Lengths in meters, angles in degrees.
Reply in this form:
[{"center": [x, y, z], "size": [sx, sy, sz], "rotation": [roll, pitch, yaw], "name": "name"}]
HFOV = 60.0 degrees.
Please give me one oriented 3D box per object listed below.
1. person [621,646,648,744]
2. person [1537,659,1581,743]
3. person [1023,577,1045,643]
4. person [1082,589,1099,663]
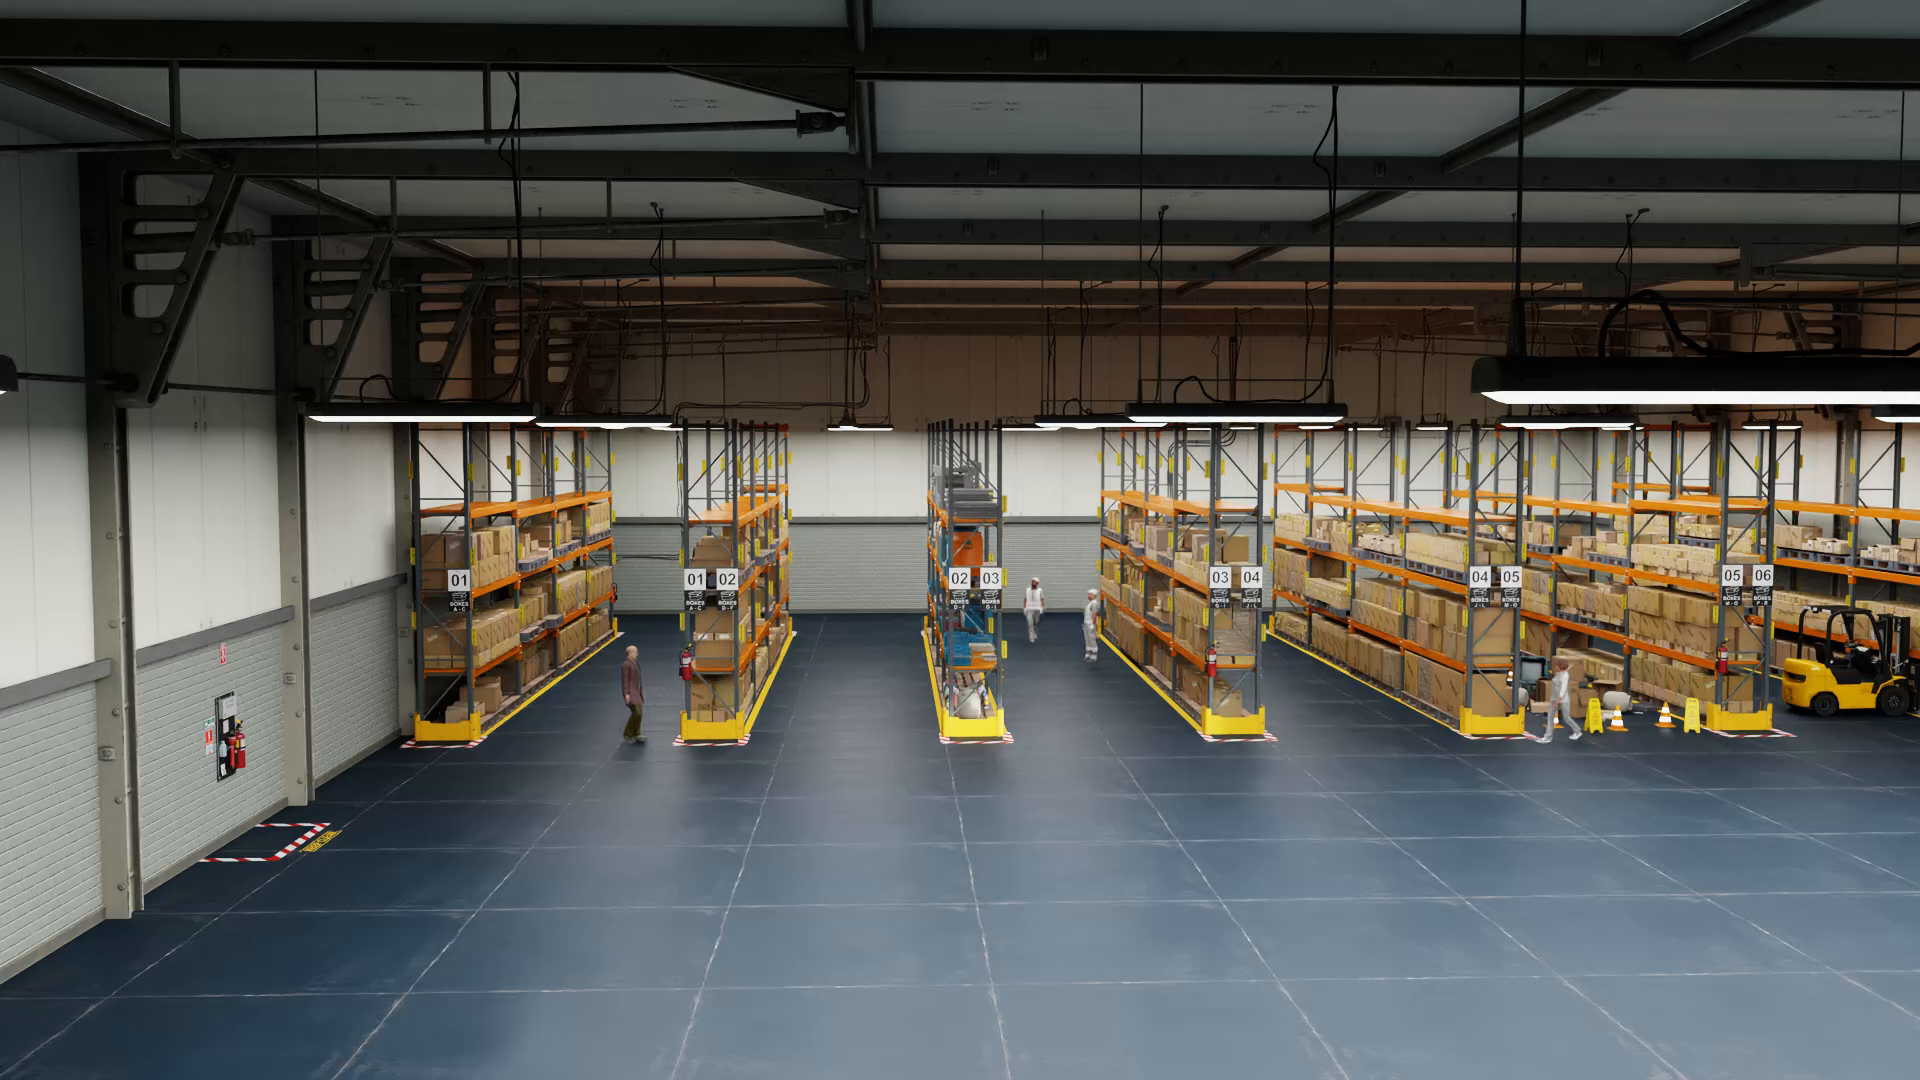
[{"center": [-6.042, 2.884, 30.984], "size": [0.440, 1.832, 0.638], "rotation": [0, 4, 6], "name": "person"}, {"center": [11.097, 2.968, 30.690], "size": [0.876, 1.558, 0.376], "rotation": [-2, 4, -27], "name": "person"}, {"center": [1.992, 1.862, 44.520], "size": [0.537, 1.723, 1.038], "rotation": [0, 4, -4], "name": "person"}, {"center": [3.190, 2.082, 40.717], "size": [0.401, 1.793, 0.596], "rotation": [-1, 4, -22], "name": "person"}]
